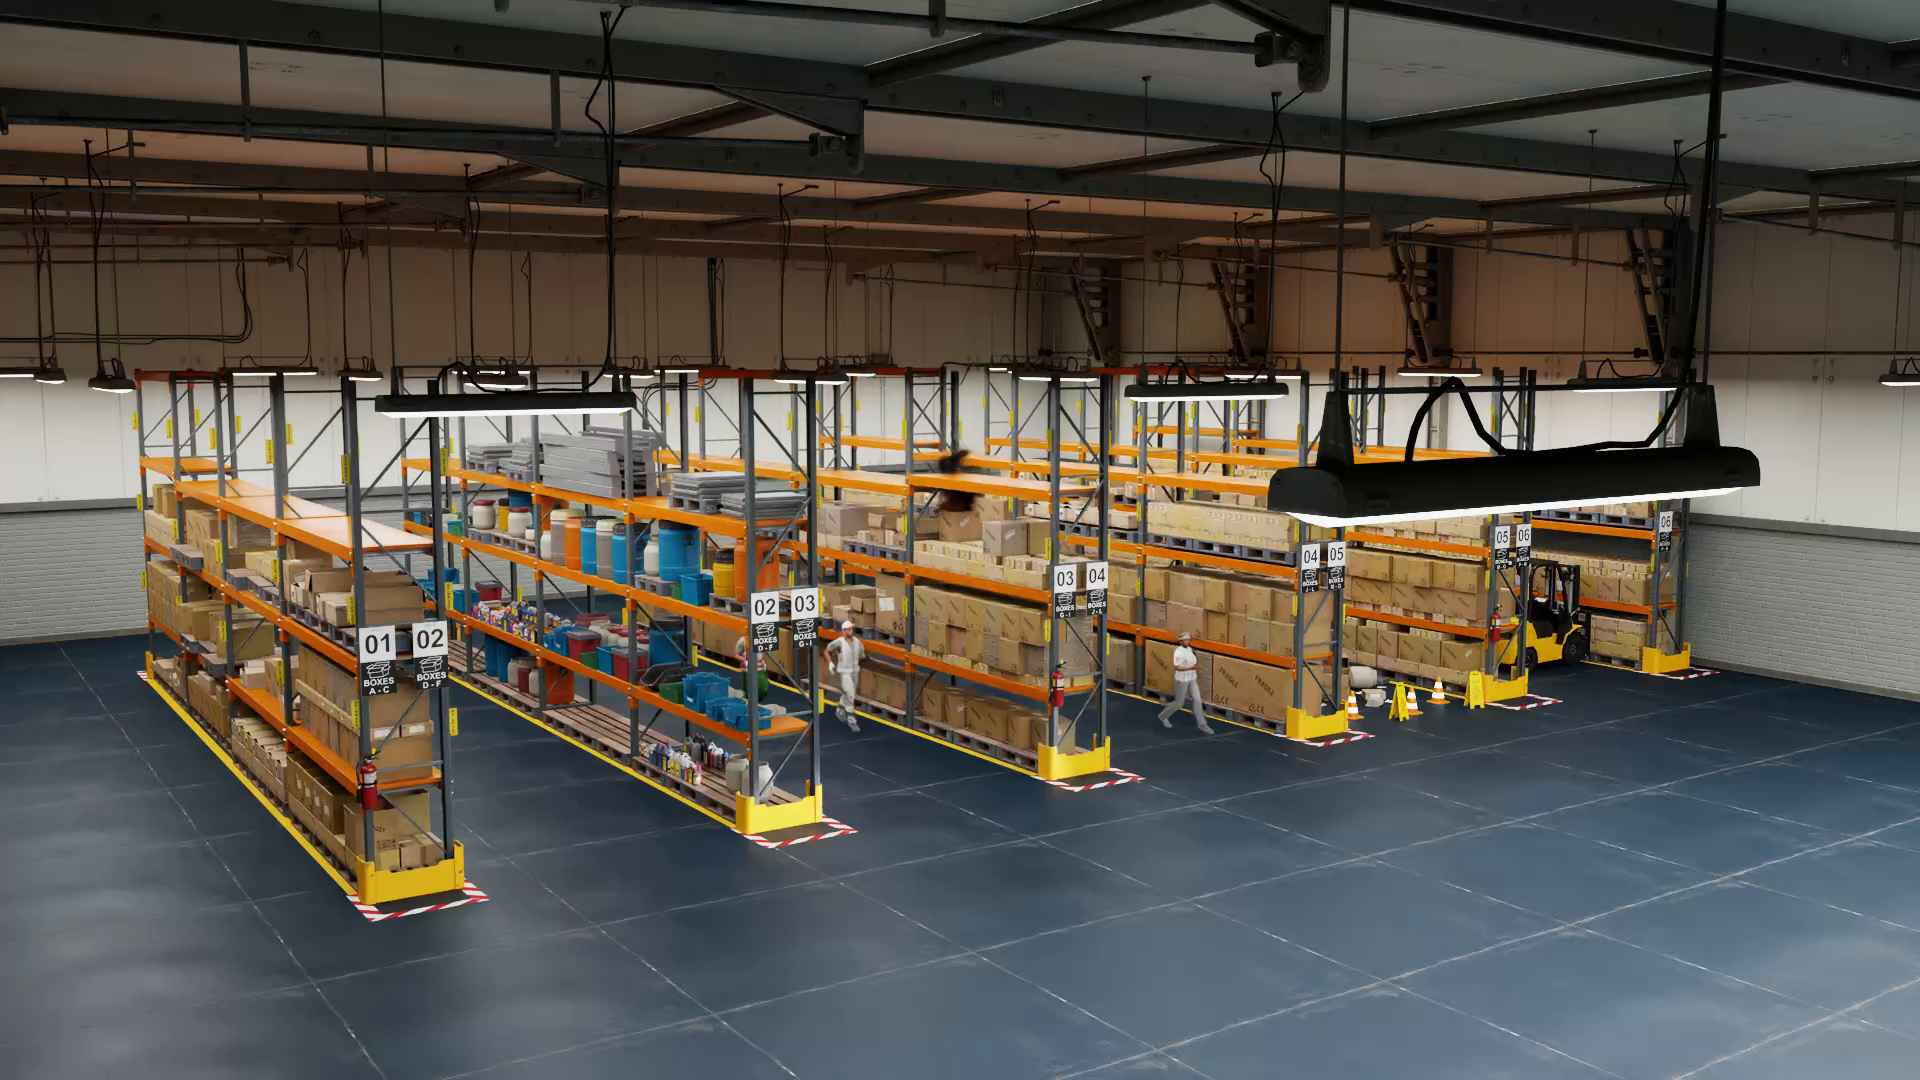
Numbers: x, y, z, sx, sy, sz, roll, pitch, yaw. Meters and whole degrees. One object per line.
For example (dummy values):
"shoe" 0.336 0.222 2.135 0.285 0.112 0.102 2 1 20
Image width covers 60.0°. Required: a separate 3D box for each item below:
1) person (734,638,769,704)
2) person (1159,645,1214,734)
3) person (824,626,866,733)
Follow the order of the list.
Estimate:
"person" -3.557 2.235 28.497 0.651 1.744 0.540 -5 8 -36
"person" 3.763 2.473 27.733 0.491 1.431 0.995 -6 9 -44
"person" -1.892 2.293 28.005 0.651 1.787 0.852 -6 9 -42
